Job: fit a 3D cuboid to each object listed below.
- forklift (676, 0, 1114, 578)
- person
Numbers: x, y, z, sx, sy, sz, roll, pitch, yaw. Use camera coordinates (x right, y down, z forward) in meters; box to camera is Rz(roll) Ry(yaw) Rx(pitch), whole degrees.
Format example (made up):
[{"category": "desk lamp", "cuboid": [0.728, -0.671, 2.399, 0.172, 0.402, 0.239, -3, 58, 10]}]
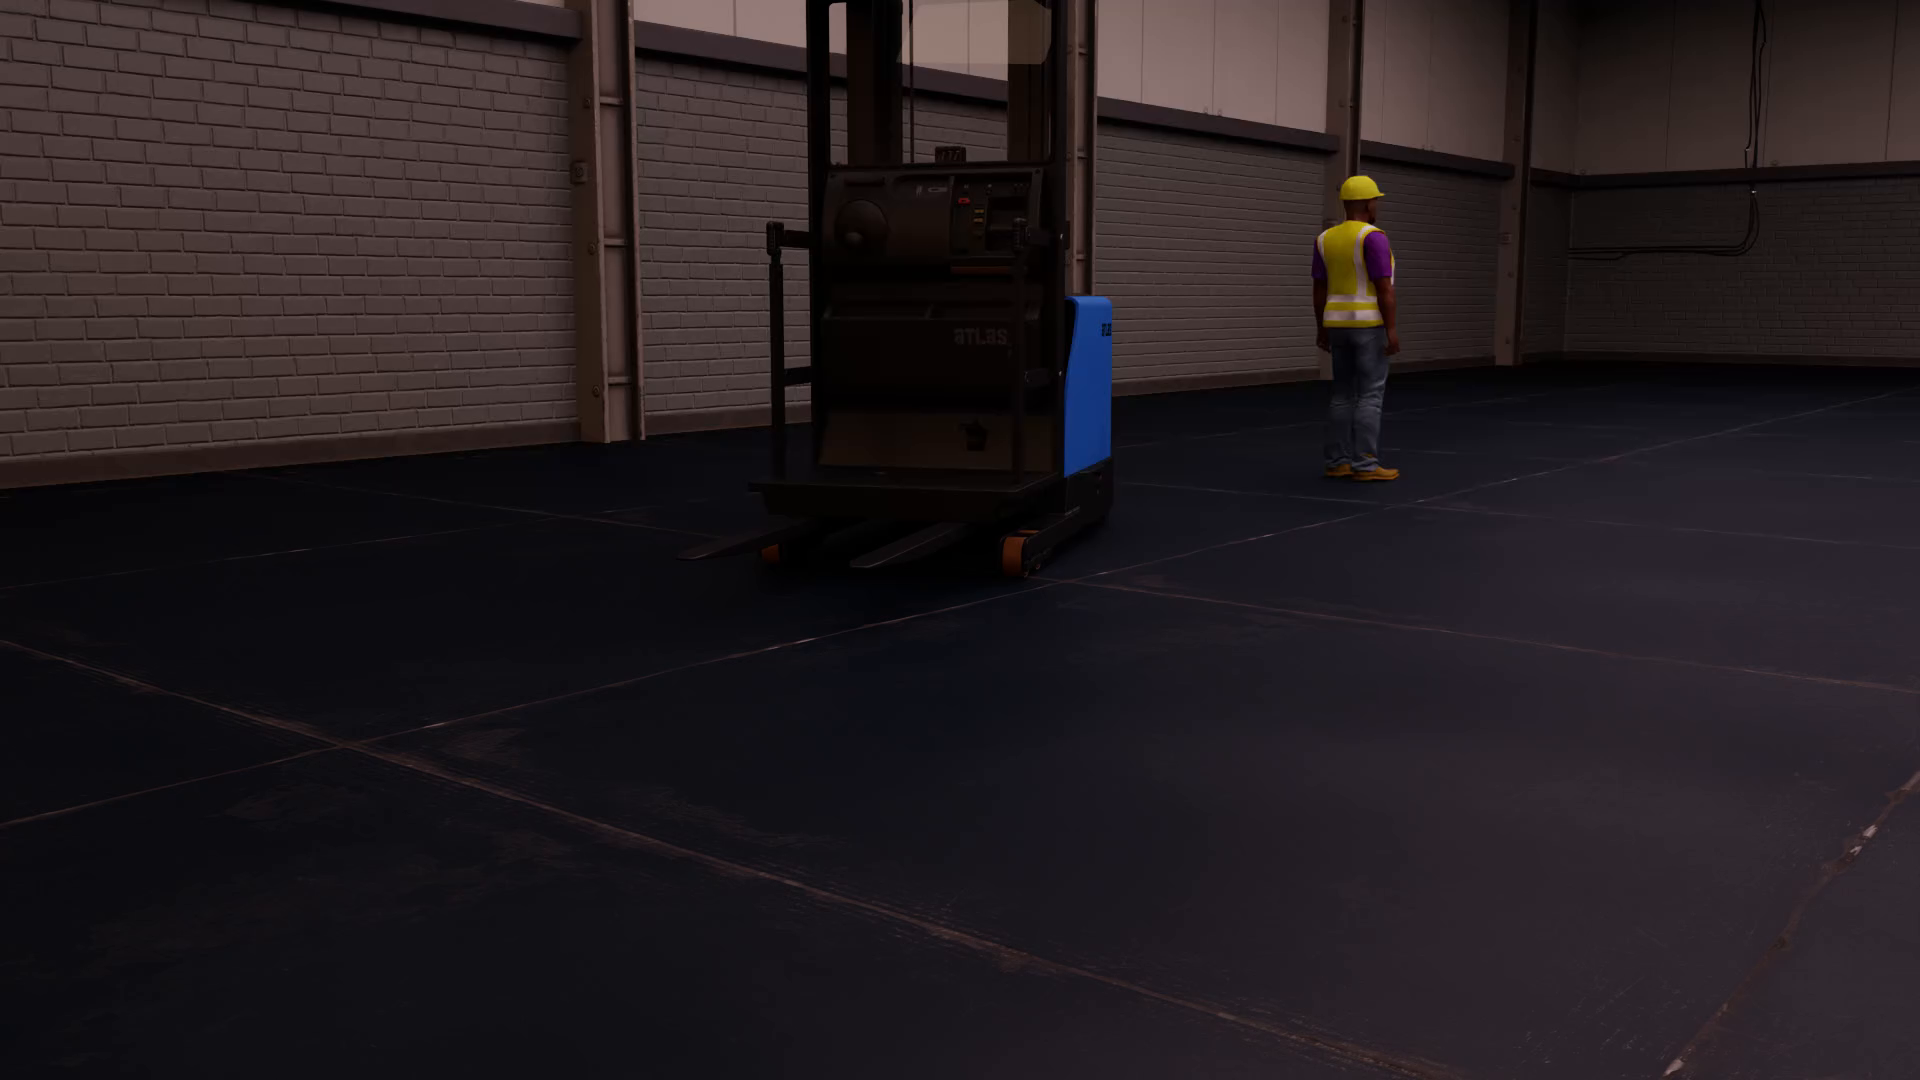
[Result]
[{"category": "forklift", "cuboid": [-0.176, -1.366, 6.616, 1.130, 2.935, 3.031, 3, 9, 17]}, {"category": "person", "cuboid": [2.361, -1.236, 9.764, 0.403, 1.768, 0.586, -6, 10, -34]}]
